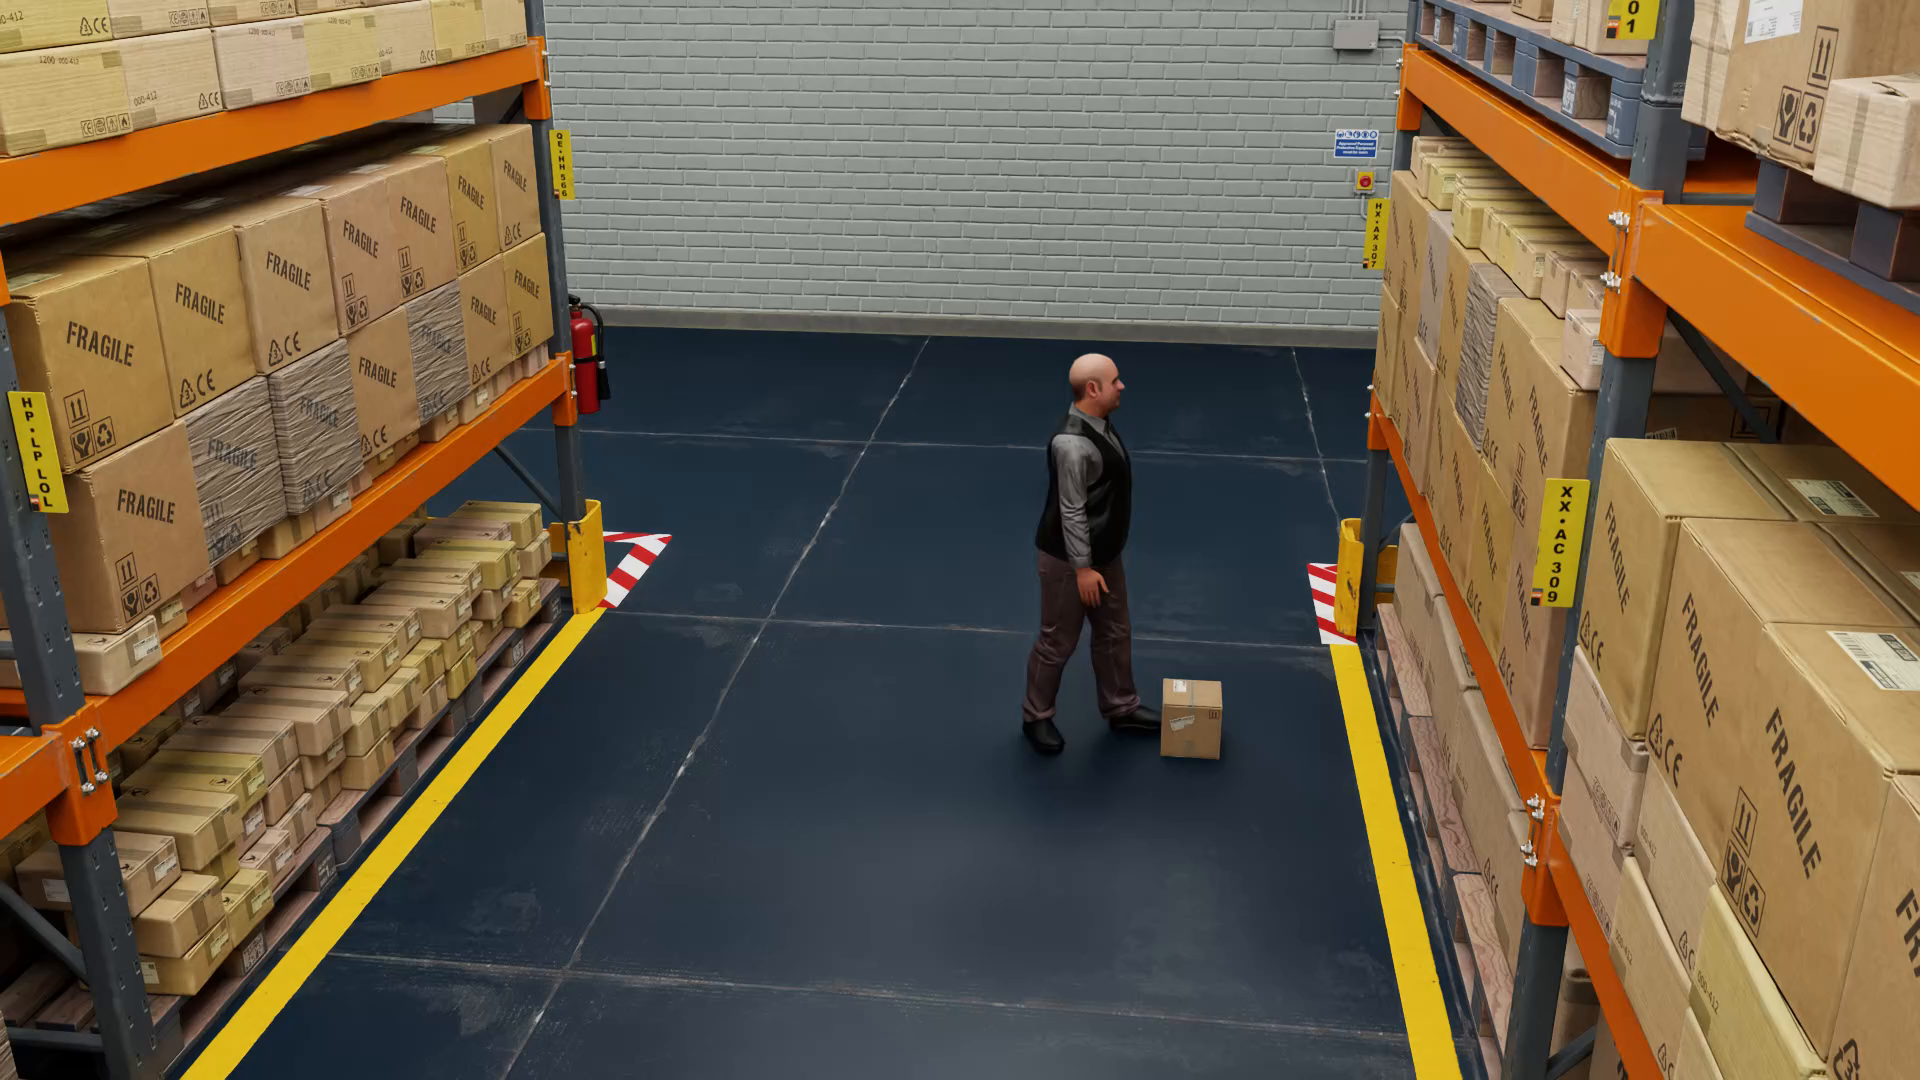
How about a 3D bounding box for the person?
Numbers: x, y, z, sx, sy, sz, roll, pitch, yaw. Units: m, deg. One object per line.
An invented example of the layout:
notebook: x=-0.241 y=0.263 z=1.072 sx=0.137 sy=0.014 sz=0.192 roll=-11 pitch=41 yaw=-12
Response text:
person: x=0.570 y=0.072 z=6.920 sx=0.636 sy=1.716 sz=0.552 roll=9 pitch=23 yaw=21
